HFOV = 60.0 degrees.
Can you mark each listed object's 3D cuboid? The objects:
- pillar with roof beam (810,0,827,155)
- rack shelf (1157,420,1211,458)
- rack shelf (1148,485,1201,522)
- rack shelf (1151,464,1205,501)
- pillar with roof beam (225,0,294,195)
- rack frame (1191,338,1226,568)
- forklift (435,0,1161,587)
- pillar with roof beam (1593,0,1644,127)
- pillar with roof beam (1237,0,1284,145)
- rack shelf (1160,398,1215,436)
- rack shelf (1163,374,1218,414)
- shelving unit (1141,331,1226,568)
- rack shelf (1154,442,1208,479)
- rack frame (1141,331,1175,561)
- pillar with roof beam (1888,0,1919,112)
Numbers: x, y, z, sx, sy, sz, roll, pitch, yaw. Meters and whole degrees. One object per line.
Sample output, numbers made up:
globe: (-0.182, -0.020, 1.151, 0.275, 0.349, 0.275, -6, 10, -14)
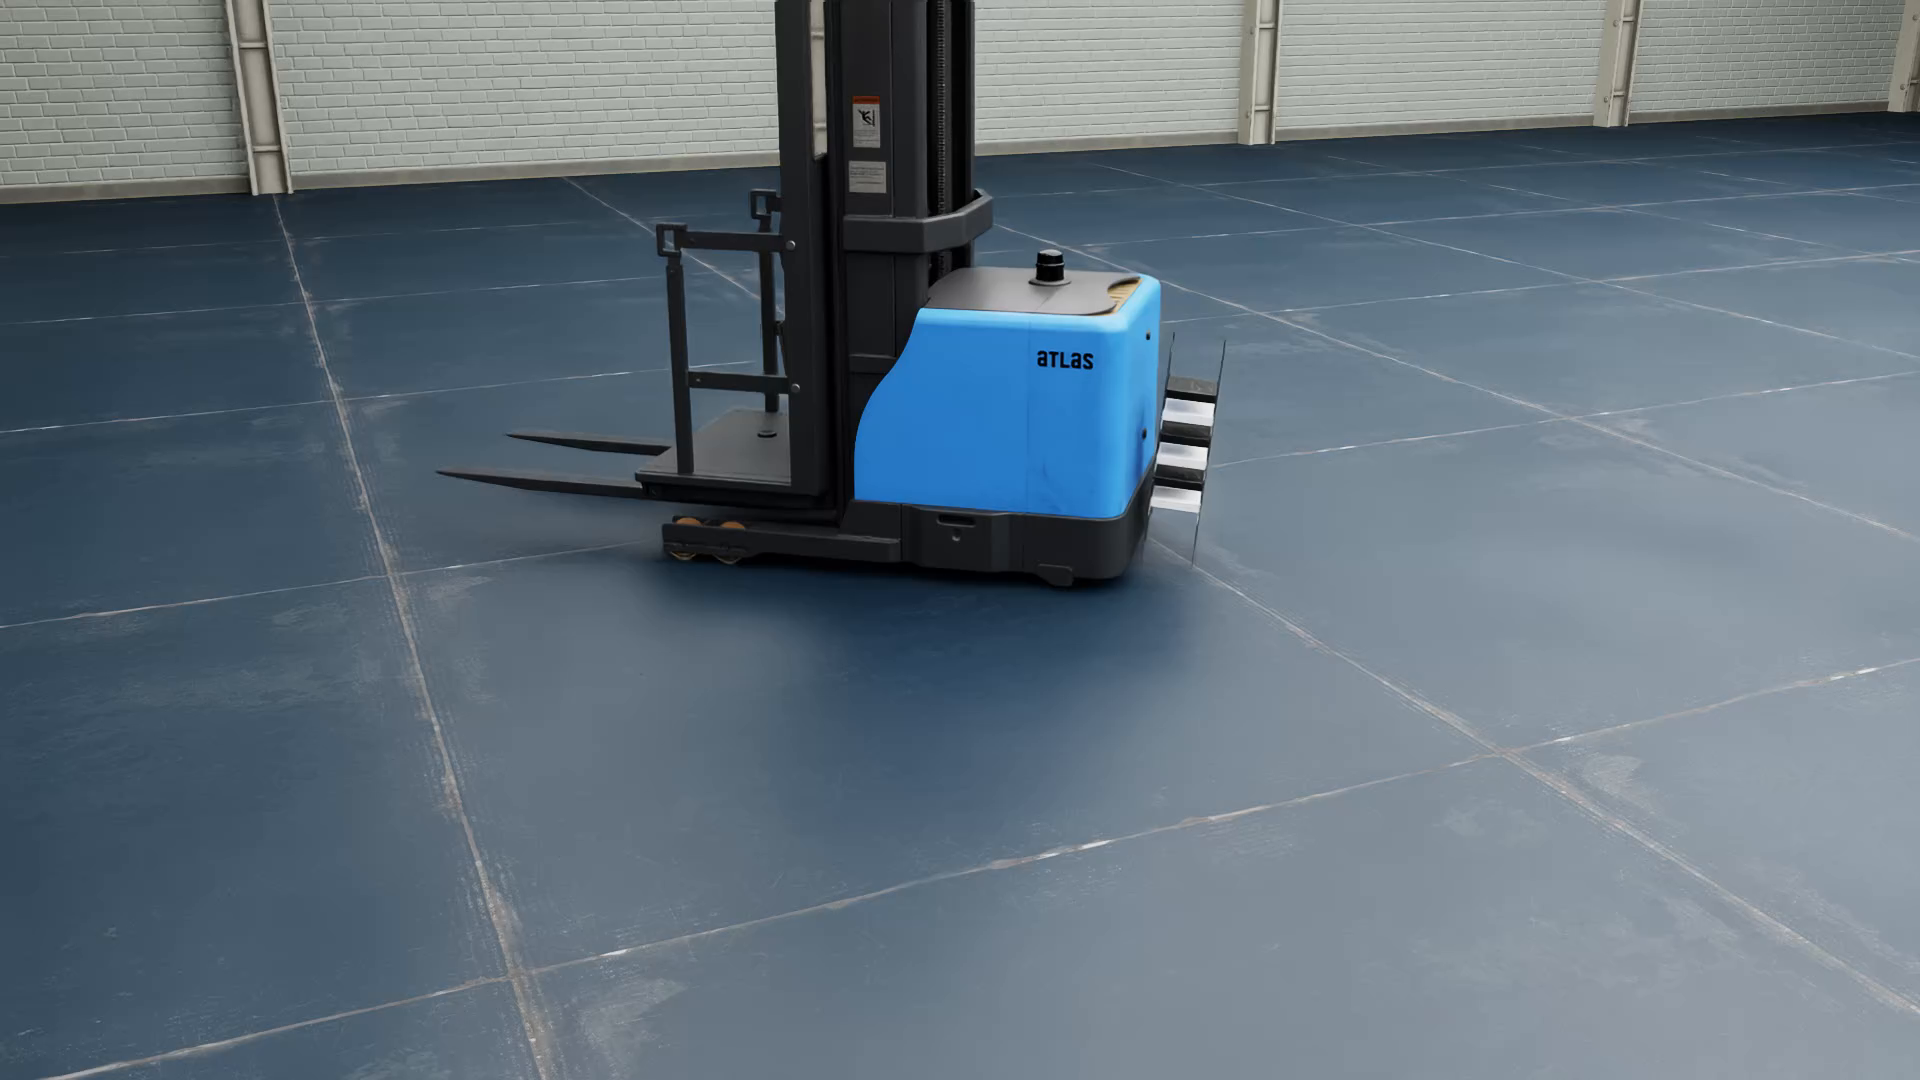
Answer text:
pillar with roof beam: (0.066, -7.336, 14.307, 0.400, 9.000, 9.100, -8, 21, -22)
rack shelf: (0.900, -0.413, 6.644, 0.200, 0.077, 0.258, 8, 20, 7)
rack shelf: (0.875, -0.160, 6.738, 0.200, 0.077, 0.258, 8, 20, 7)
rack shelf: (0.883, -0.244, 6.707, 0.200, 0.077, 0.258, 8, 20, 7)
pillar with roof beam: (-5.443, -6.546, 12.065, 0.400, 9.000, 9.100, -8, 21, -22)
rack frame: (0.994, -0.345, 6.651, 0.006, 0.900, 0.240, 8, 20, 7)
forklift: (-0.725, -1.451, 6.731, 3.031, 2.935, 1.130, 5, 20, 14)
pillar with roof beam: (11.085, -8.914, 18.790, 0.400, 9.000, 9.100, -8, 21, -22)
pillar with roof beam: (5.575, -8.125, 16.549, 0.400, 9.000, 9.100, -8, 21, -22)
rack shelf: (0.908, -0.497, 6.613, 0.200, 0.077, 0.258, 8, 20, 7)
rack shelf: (0.916, -0.581, 6.582, 0.200, 0.077, 0.258, 8, 20, 7)
shelving unit: (0.894, -0.360, 6.664, 0.210, 0.900, 0.258, 8, 20, 7)
rack shelf: (0.891, -0.328, 6.676, 0.200, 0.077, 0.258, 8, 20, 7)
rack frame: (0.795, -0.374, 6.677, 0.006, 0.900, 0.240, 8, 20, 7)
pillar with roof beam: (16.594, -9.704, 21.032, 0.400, 9.000, 9.100, -8, 21, -22)
